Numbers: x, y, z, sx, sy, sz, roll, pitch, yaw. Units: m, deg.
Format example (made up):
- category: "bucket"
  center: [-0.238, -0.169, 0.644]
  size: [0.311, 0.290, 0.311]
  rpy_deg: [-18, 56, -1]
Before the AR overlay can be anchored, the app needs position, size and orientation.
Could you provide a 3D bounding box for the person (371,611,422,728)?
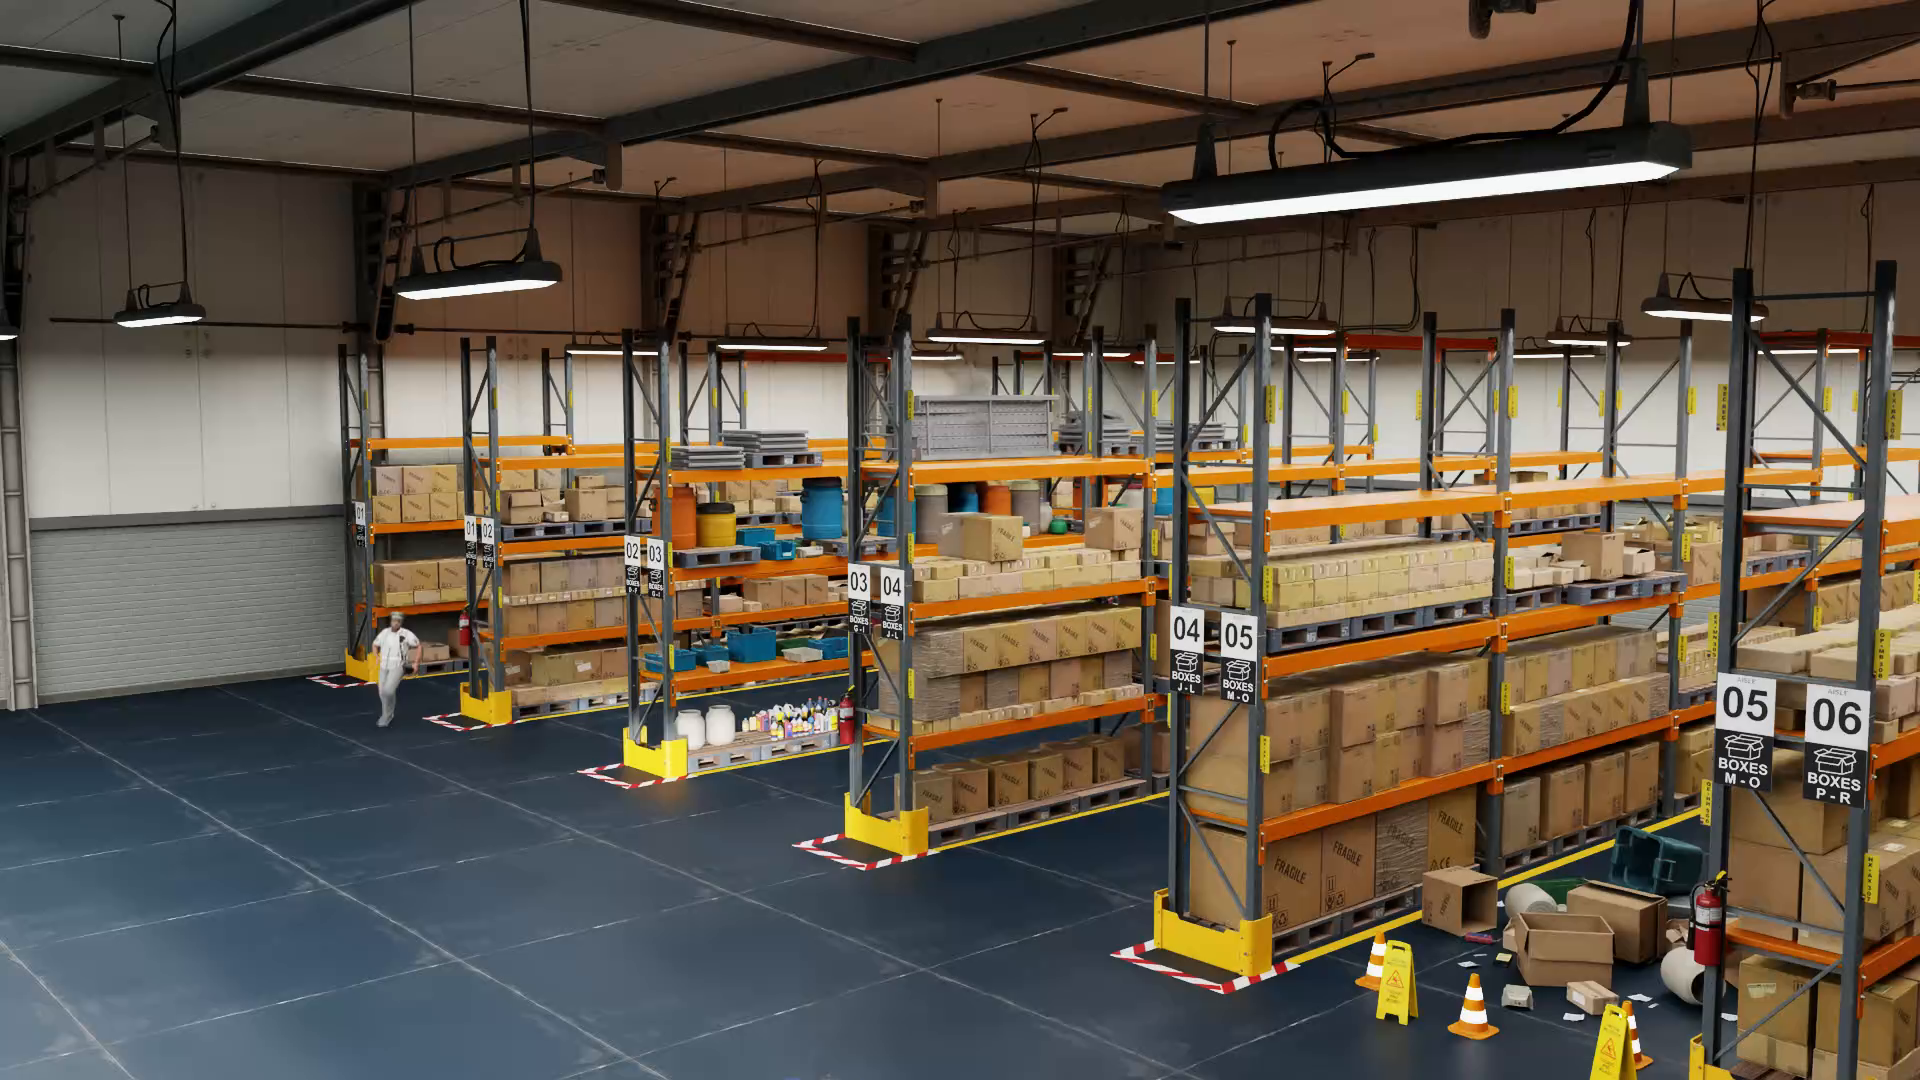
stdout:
- category: "person"
  center: [-8.781, 1.996, 25.776]
  size: [0.714, 1.796, 0.641]
  rpy_deg: [1, 5, 9]
